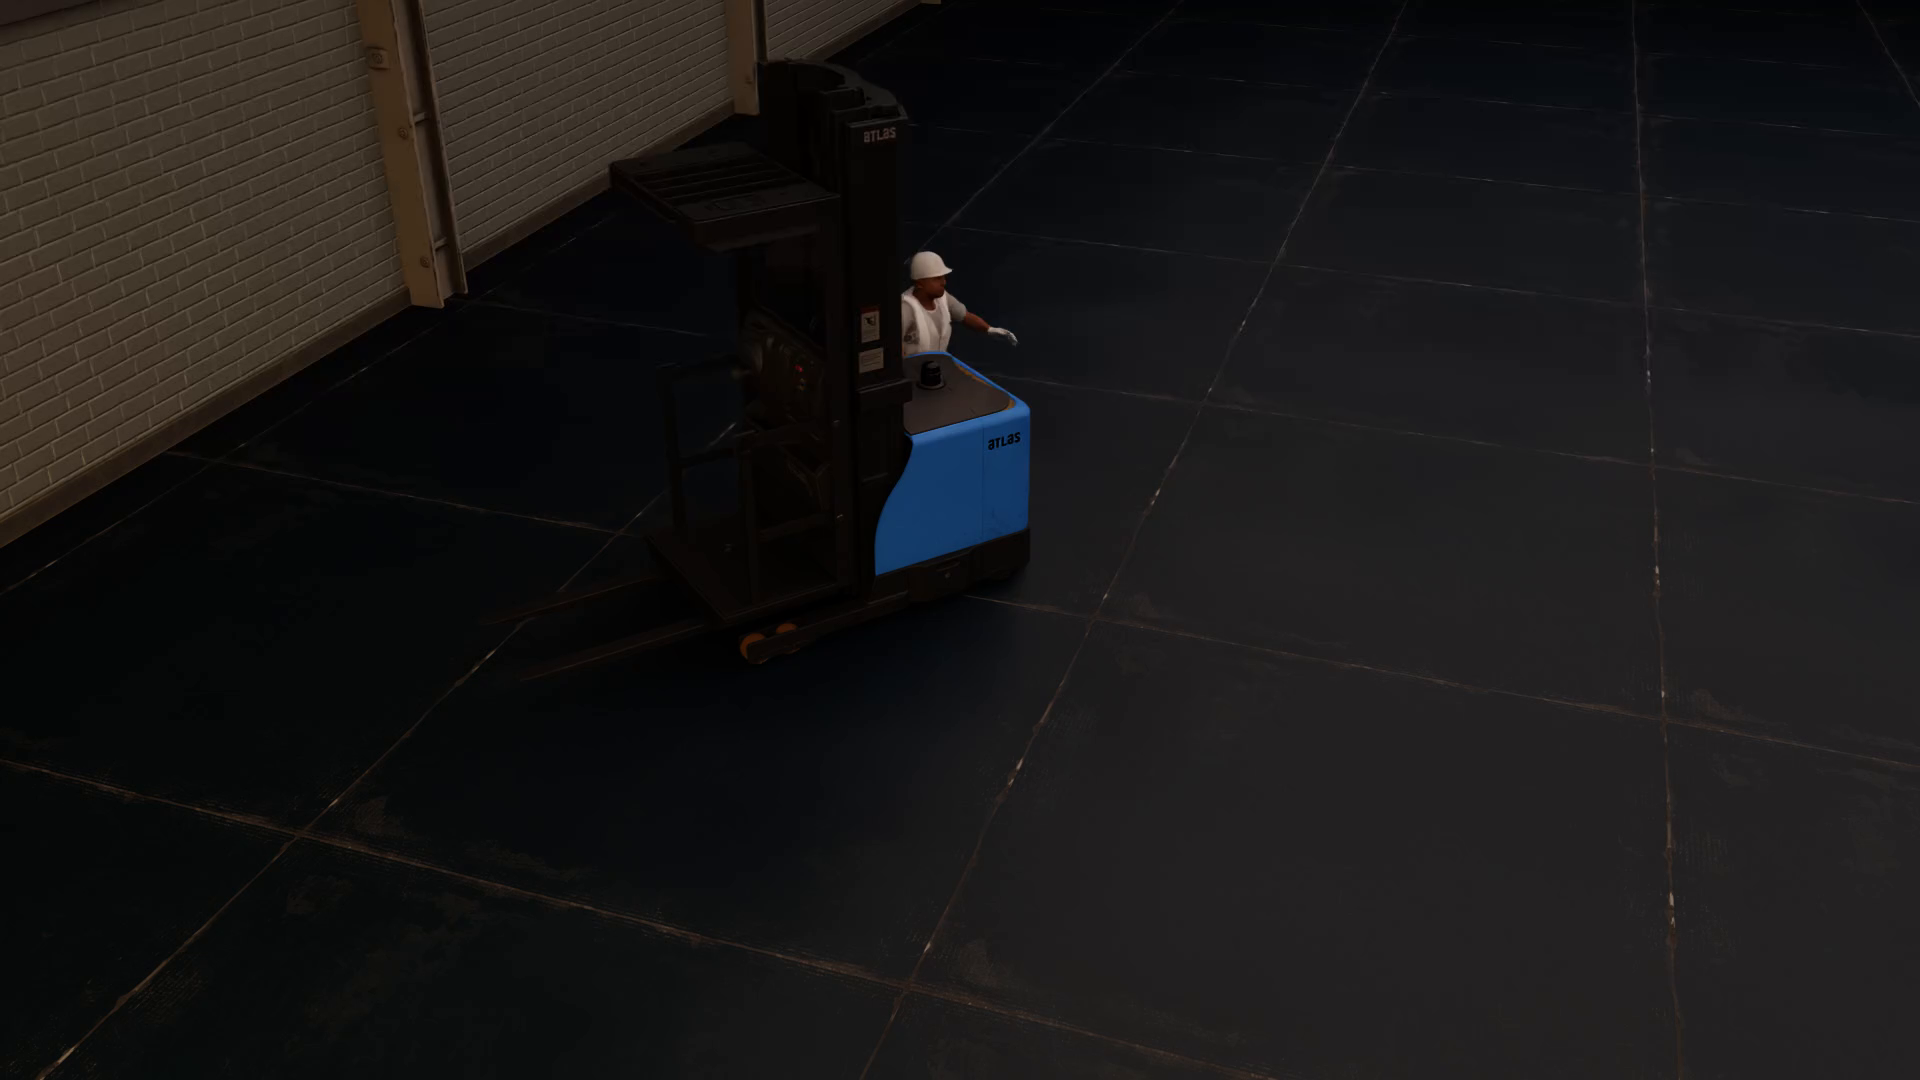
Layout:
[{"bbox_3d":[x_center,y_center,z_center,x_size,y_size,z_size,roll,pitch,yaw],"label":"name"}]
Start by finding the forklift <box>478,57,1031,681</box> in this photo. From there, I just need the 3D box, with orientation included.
[{"bbox_3d":[-1.115,-0.904,8.723,3.031,2.935,1.130,-17,34,-27],"label":"forklift"}]

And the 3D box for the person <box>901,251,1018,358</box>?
[{"bbox_3d":[-0.022,-1.004,10.324,0.885,1.540,0.922,12,32,20],"label":"person"}]
